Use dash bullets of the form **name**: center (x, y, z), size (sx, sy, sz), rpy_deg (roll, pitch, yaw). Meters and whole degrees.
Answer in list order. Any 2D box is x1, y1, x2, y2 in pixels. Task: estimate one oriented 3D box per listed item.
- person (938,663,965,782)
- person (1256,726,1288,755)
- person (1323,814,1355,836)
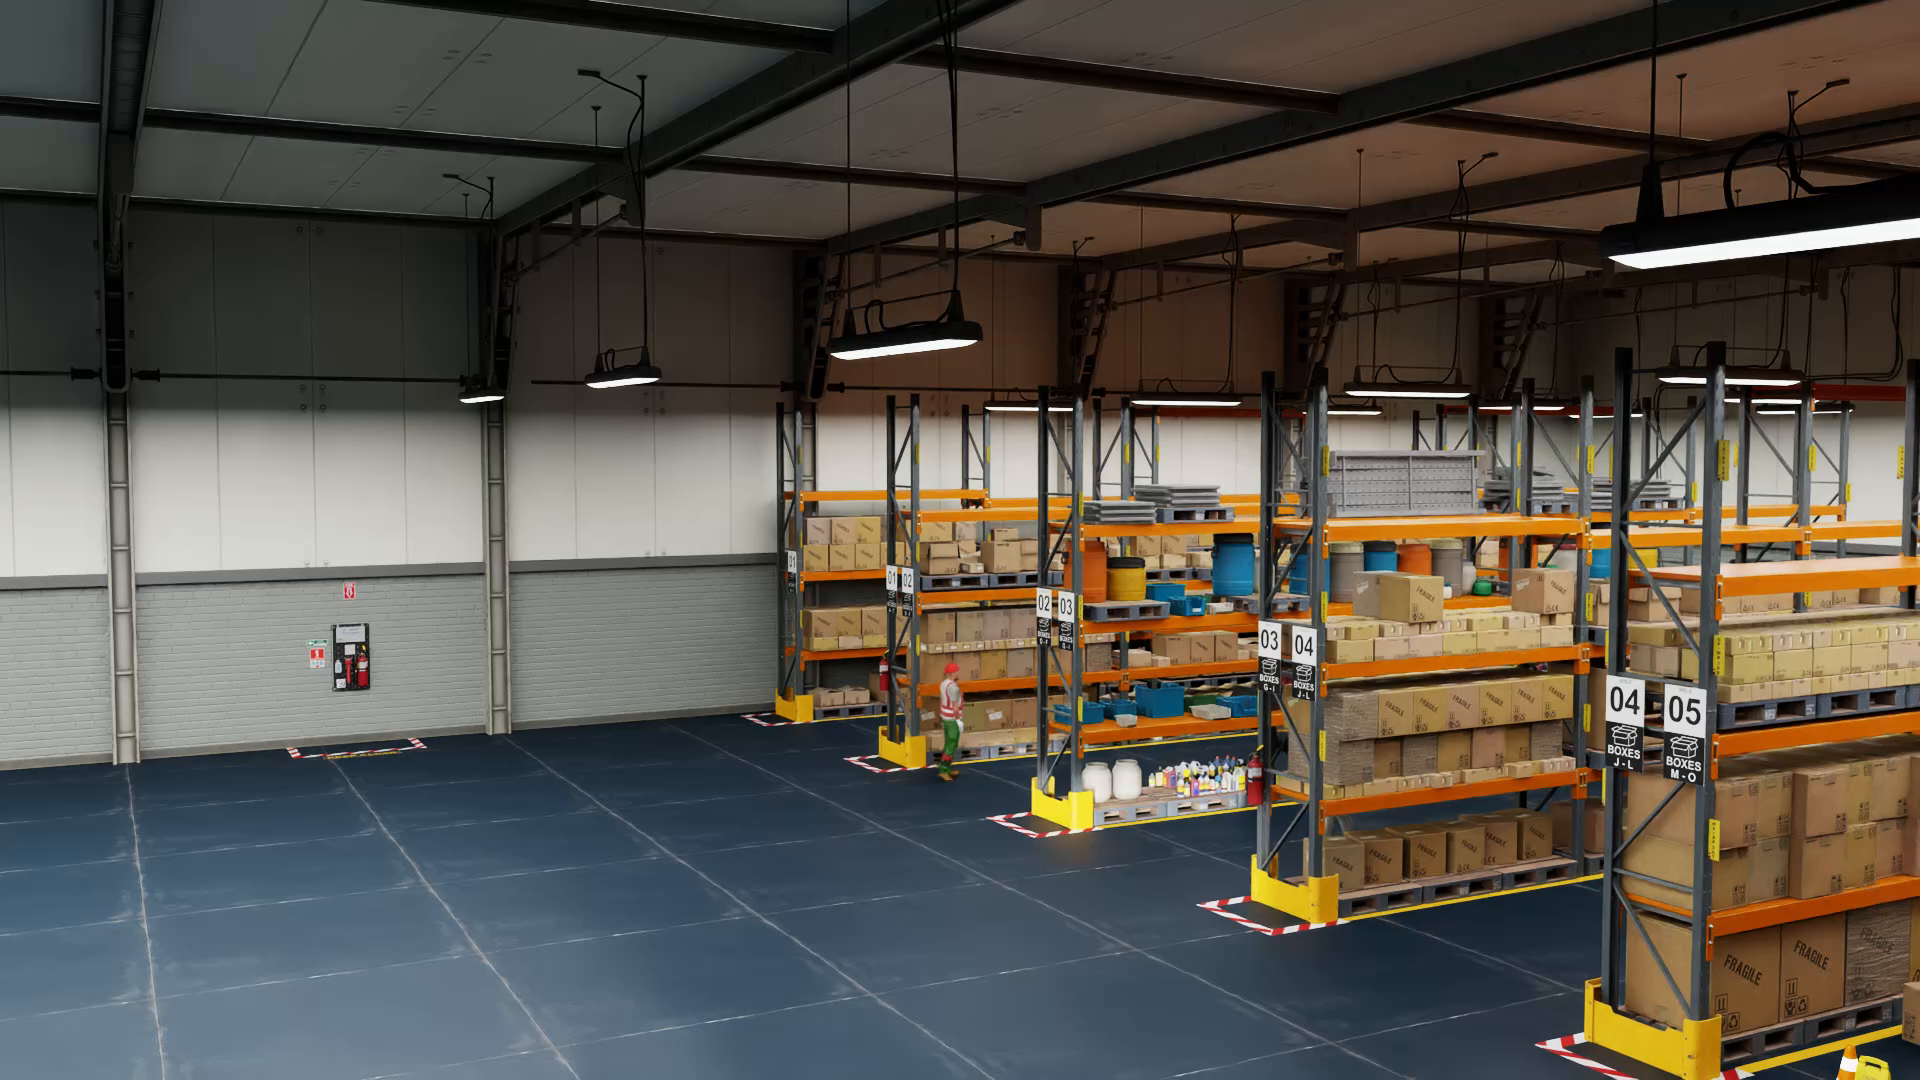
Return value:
- **person**: center (-0.169, 2.810, 25.855), size (0.451, 1.798, 0.671), rpy_deg (-1, 3, -19)
- **person**: center (4.945, 2.886, 26.169), size (0.912, 1.548, 0.456), rpy_deg (0, 3, 3)
- **person**: center (4.641, 3.088, 20.917), size (0.965, 1.716, 0.604), rpy_deg (-1, 3, -20)
